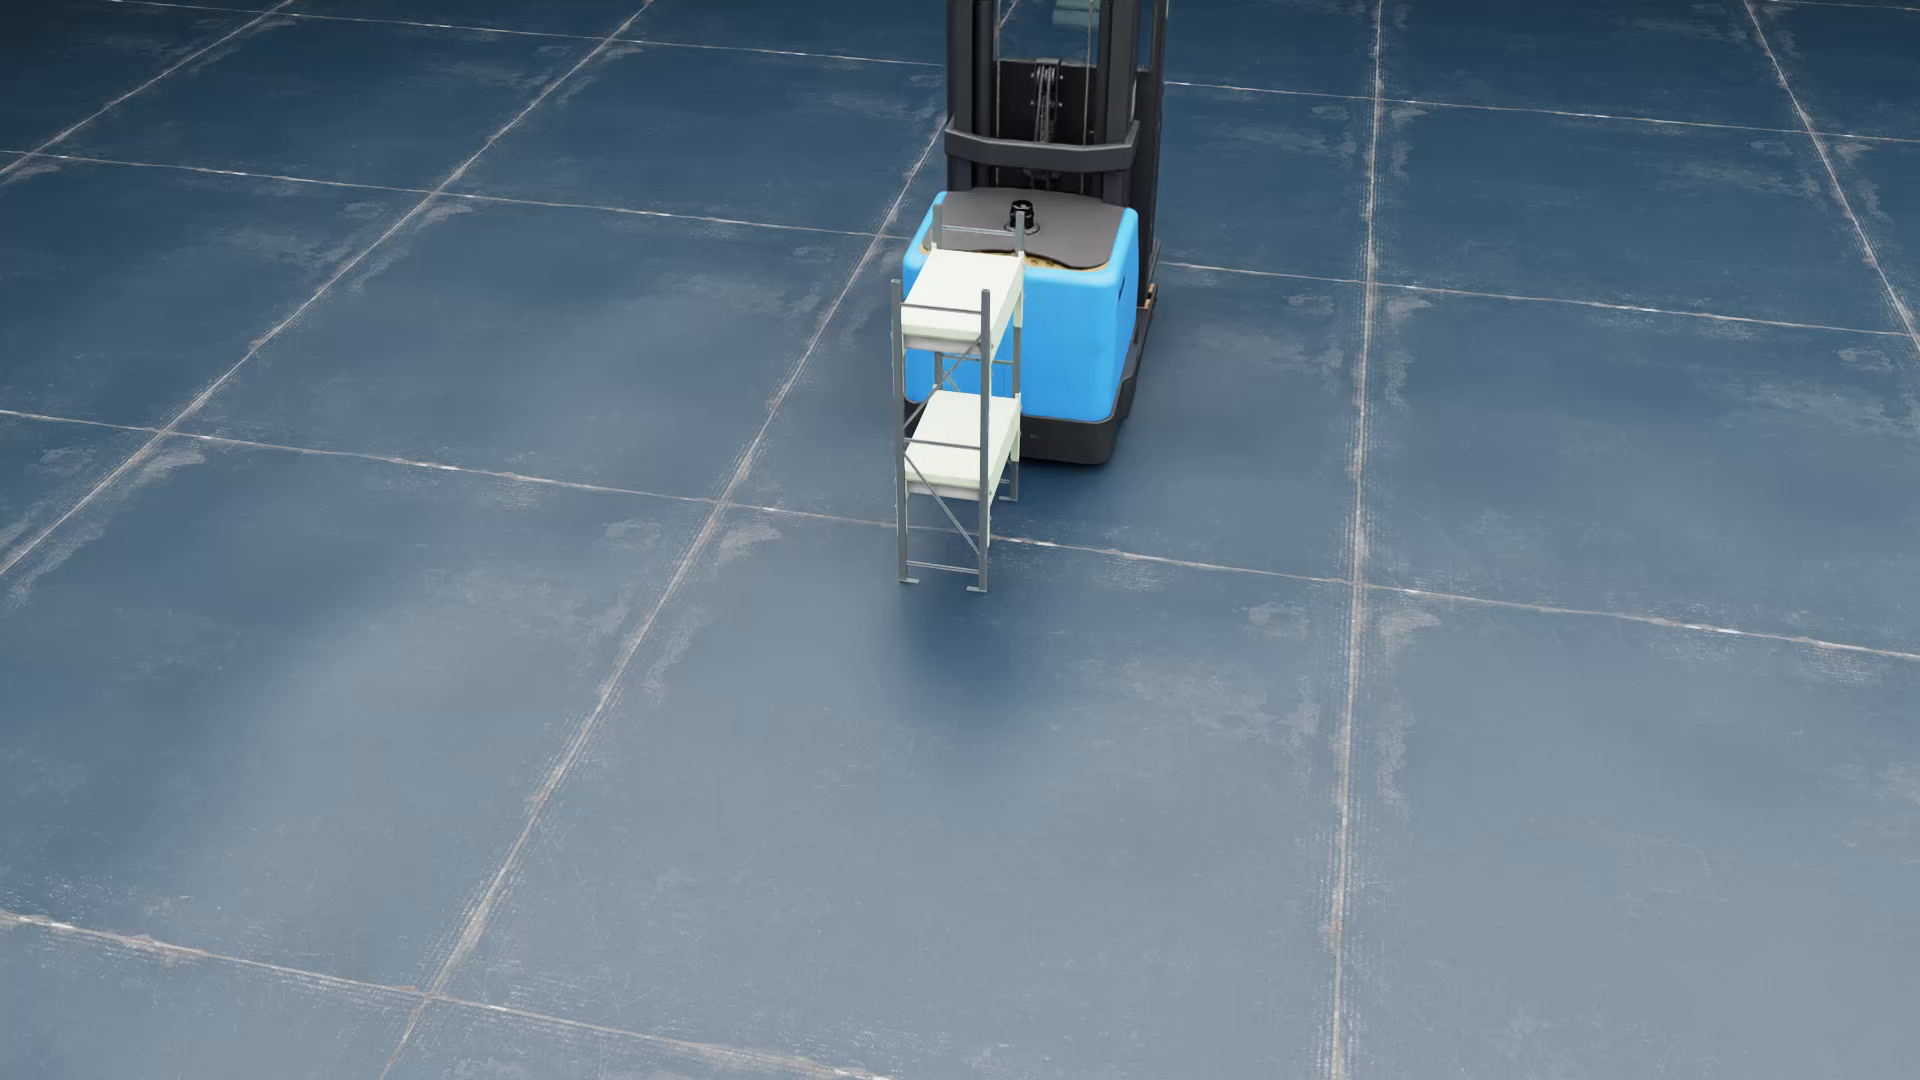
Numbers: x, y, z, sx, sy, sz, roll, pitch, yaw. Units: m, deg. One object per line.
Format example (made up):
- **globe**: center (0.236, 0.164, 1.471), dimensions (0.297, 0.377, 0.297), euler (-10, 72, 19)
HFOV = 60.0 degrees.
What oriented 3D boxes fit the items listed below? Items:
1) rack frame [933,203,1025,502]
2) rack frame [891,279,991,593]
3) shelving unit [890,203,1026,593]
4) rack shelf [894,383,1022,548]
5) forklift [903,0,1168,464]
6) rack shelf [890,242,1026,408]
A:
- **rack frame**: center (0.080, -0.821, 7.605), dimensions (0.400, 1.500, 0.023), euler (7, 37, 10)
- **rack frame**: center (-0.077, -0.401, 7.026), dimensions (0.400, 1.500, 0.023), euler (7, 37, 10)
- **shelving unit**: center (0.001, -0.611, 7.315), dimensions (0.431, 1.500, 0.755), euler (7, 37, 10)
- **rack shelf**: center (0.001, -0.347, 7.506), dimensions (0.431, 0.370, 0.720), euler (7, 37, 10)
- **forklift**: center (0.525, -2.419, 8.590), dimensions (1.130, 2.935, 3.031), euler (7, 37, 10)
- **rack shelf**: center (0.001, -0.927, 7.086), dimensions (0.431, 0.370, 0.720), euler (7, 37, 10)
